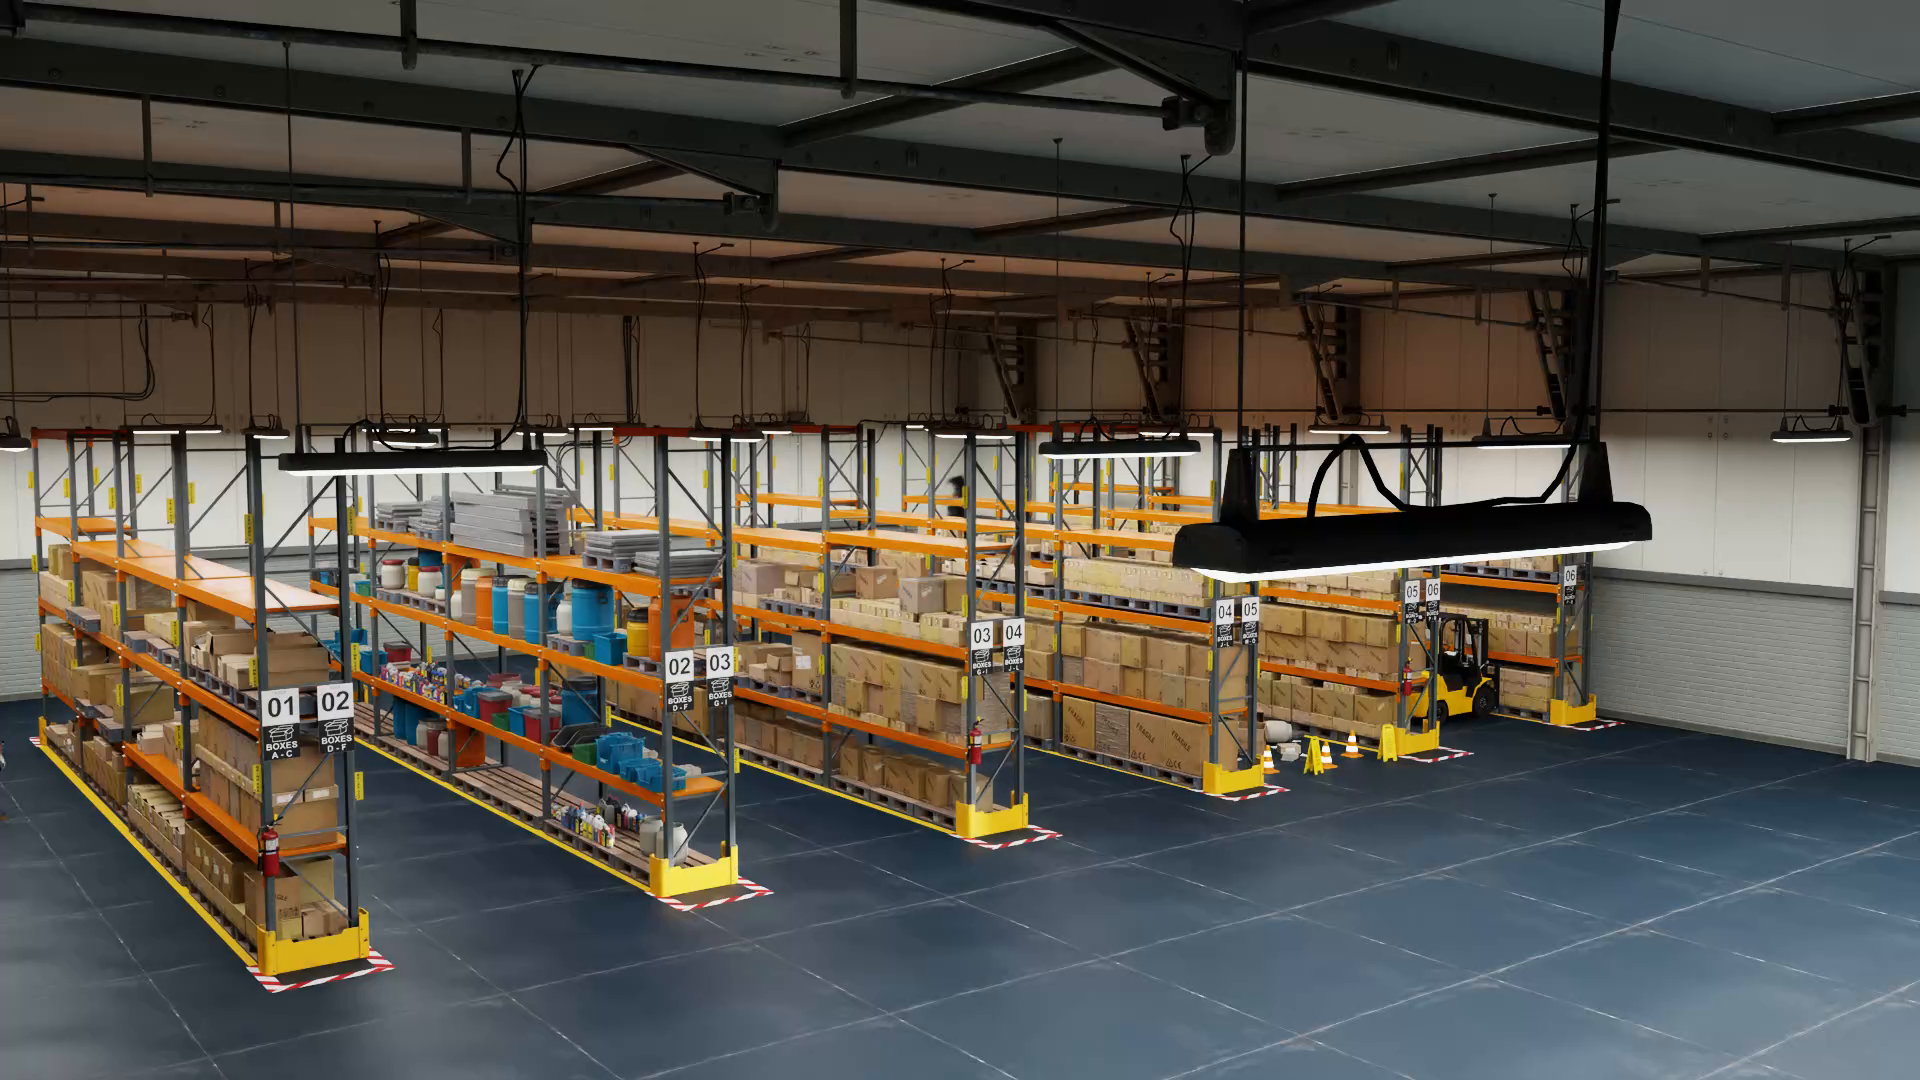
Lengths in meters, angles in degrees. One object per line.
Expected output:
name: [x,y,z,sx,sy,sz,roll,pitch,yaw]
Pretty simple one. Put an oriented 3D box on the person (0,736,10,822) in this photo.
person: [-15.041,3.448,25.715,0.859,1.759,0.601,1,5,15]
